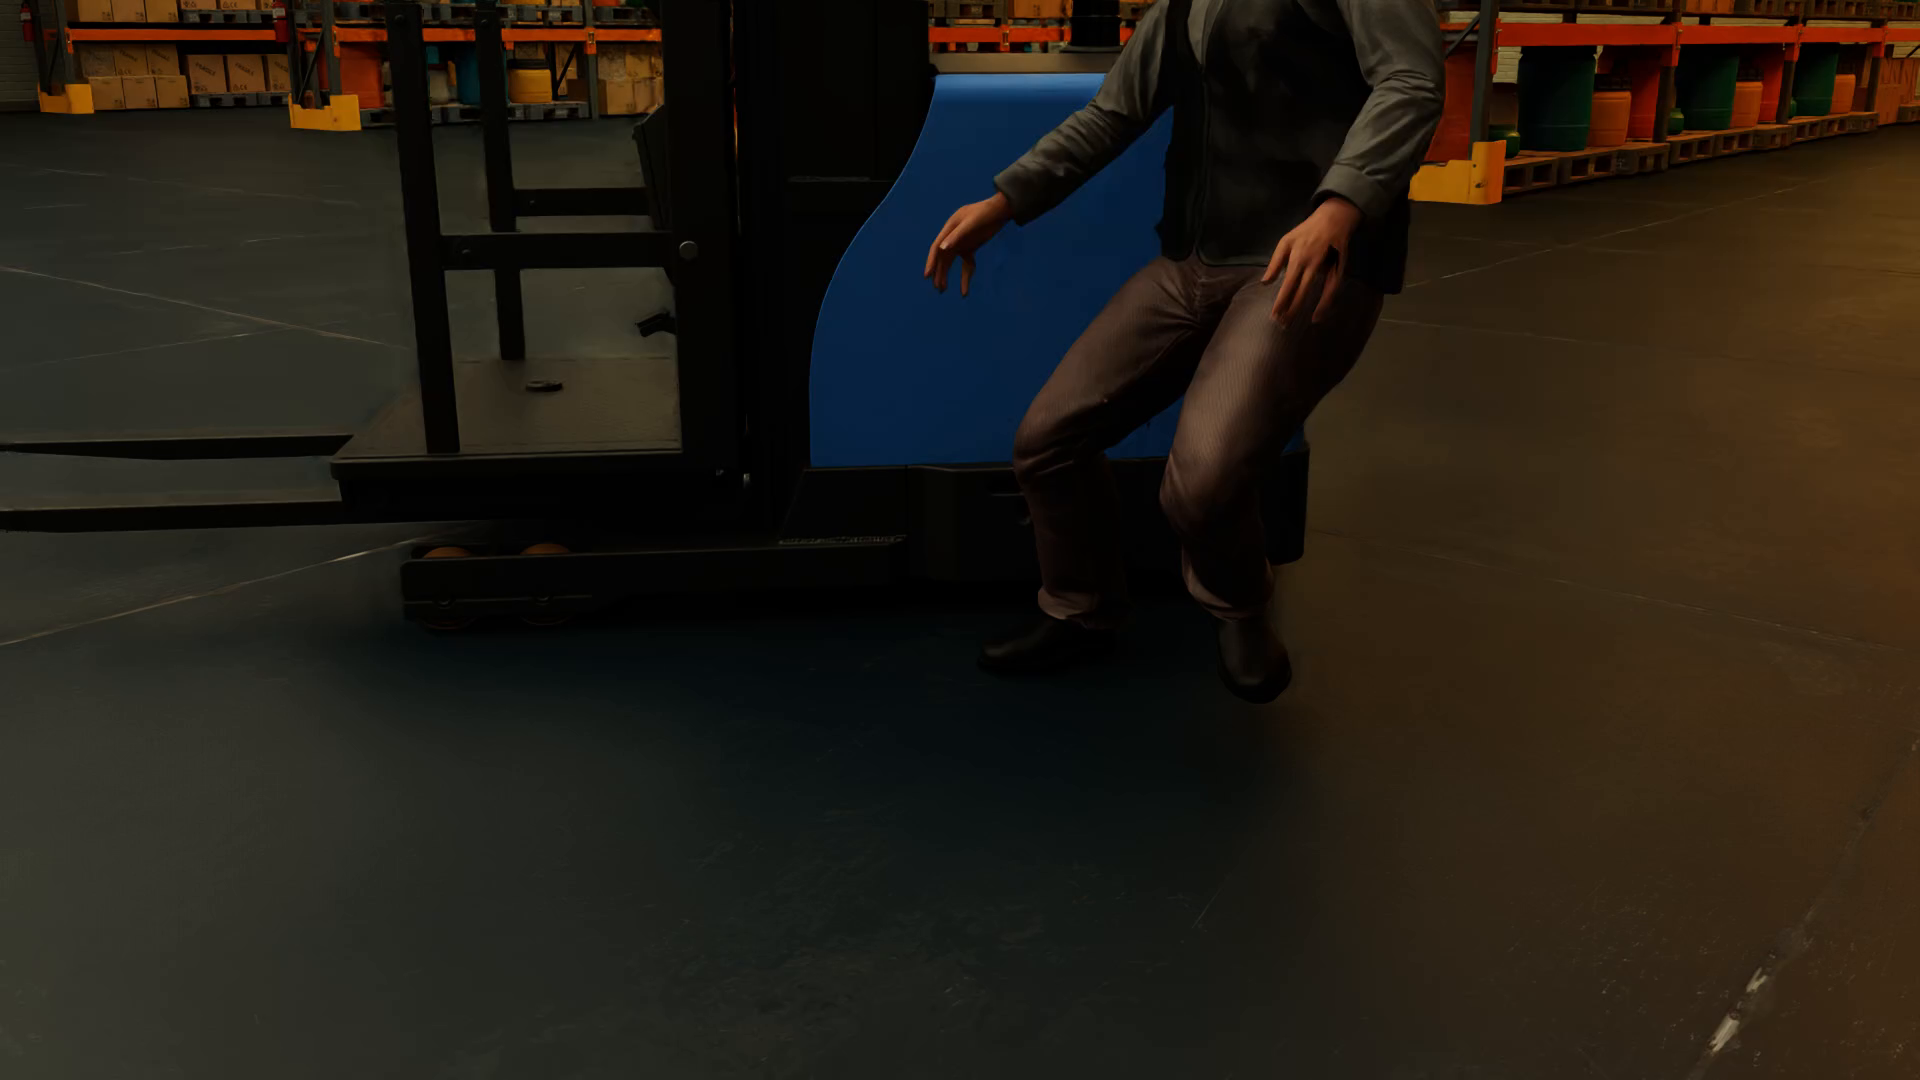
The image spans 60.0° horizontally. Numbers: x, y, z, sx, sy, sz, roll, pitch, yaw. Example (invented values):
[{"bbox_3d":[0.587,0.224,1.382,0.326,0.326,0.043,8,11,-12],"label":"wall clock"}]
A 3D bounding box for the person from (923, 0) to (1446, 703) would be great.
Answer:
[{"bbox_3d":[0.380,-0.460,2.729,0.649,1.586,0.759,-10,19,-29],"label":"person"}]

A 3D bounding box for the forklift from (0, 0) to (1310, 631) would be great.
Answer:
[{"bbox_3d":[-0.810,-1.382,3.450,3.031,2.935,1.130,-2,17,-6],"label":"forklift"}]
